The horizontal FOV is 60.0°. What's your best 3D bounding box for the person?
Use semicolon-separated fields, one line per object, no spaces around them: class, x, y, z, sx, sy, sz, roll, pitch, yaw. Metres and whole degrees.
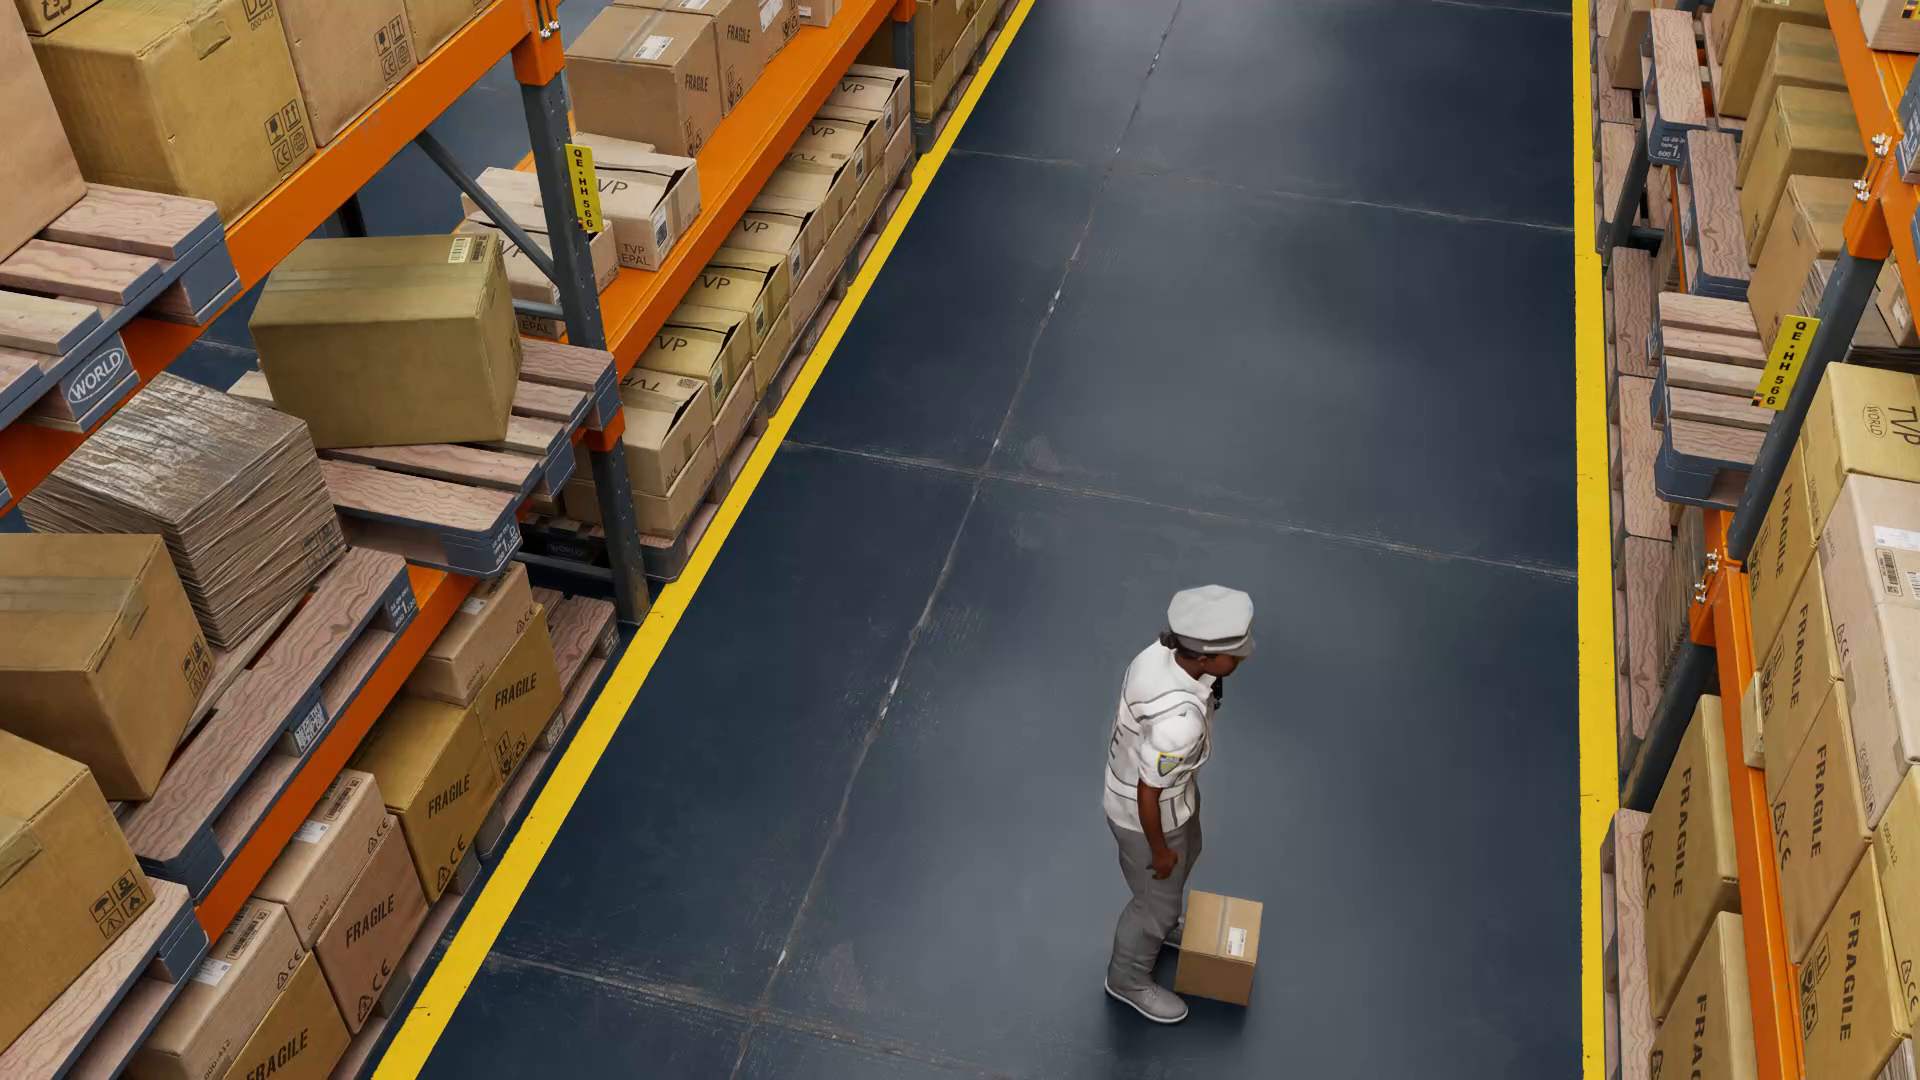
person;0.659;0.824;5.222;0.427;1.656;0.517;8;42;9
